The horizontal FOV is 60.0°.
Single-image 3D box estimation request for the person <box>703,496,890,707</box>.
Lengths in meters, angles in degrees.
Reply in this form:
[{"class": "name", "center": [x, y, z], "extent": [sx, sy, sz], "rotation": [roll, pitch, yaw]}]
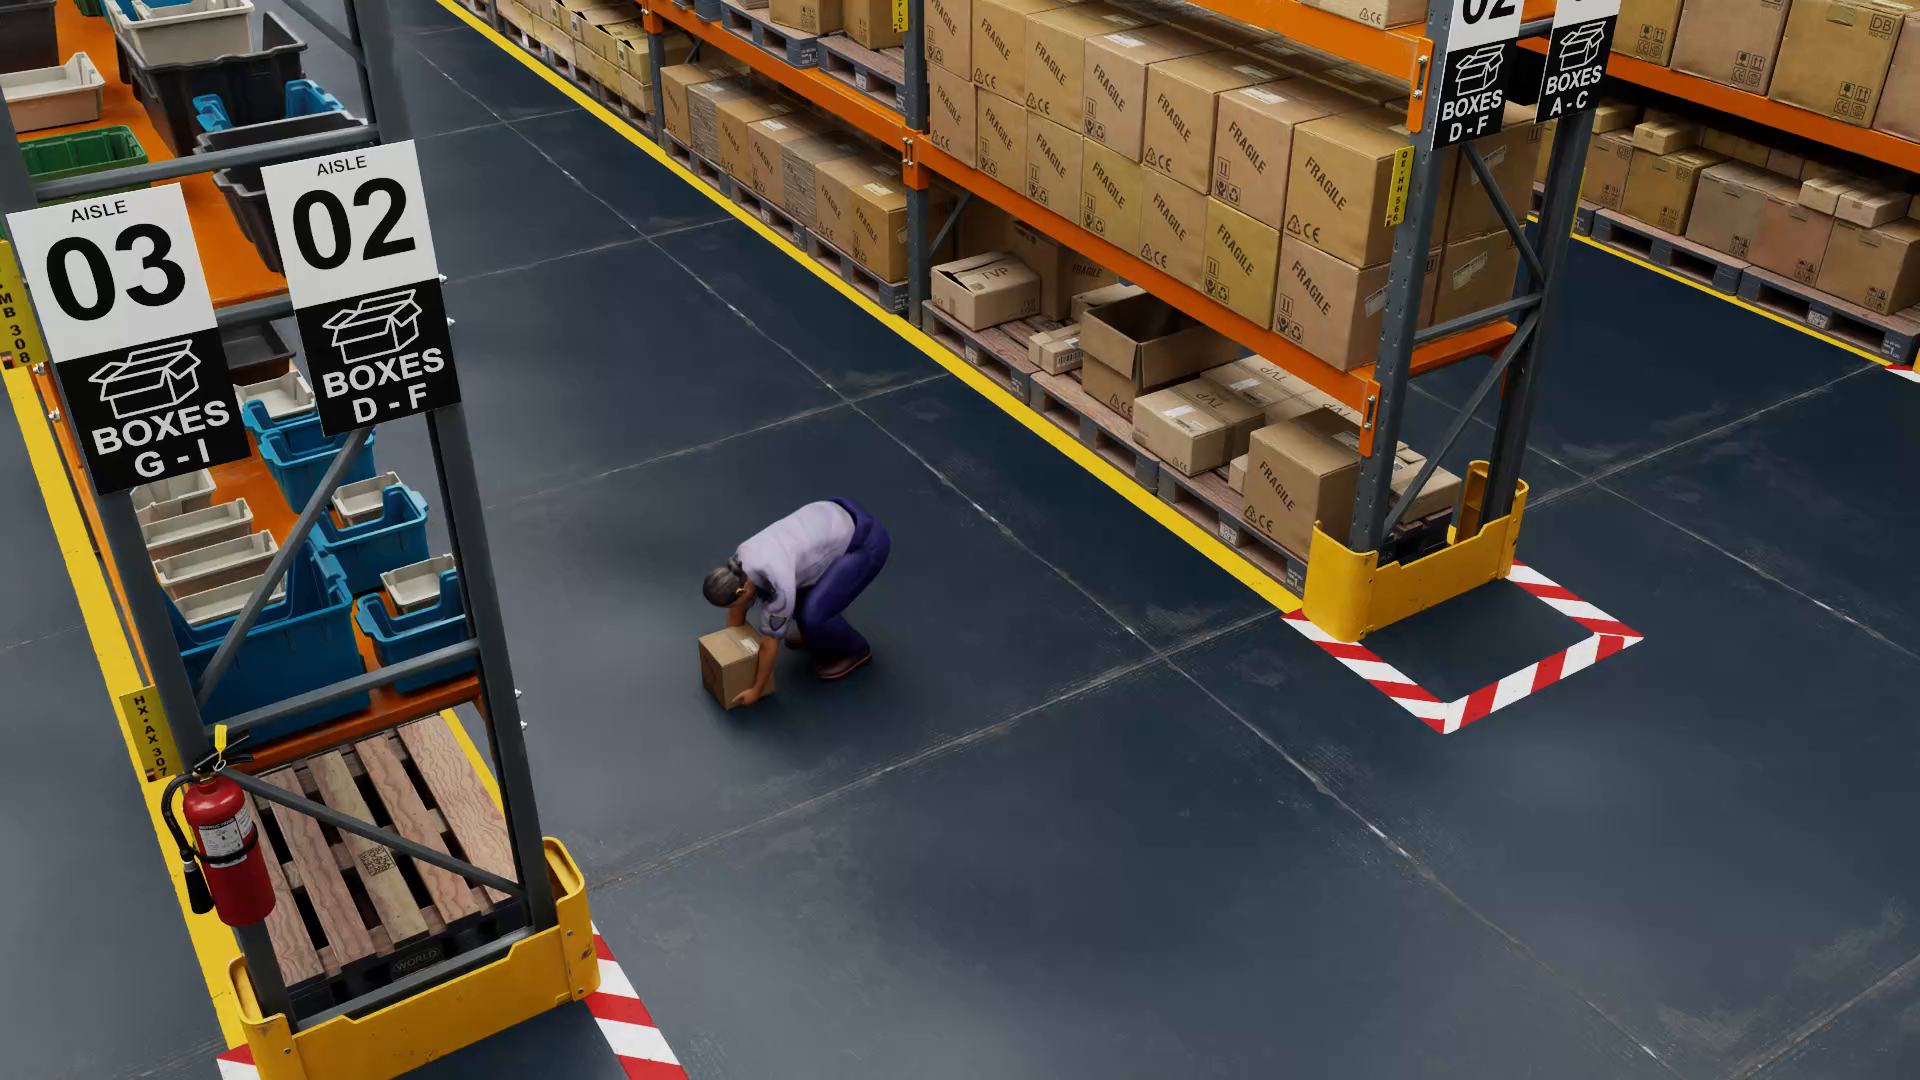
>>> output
[{"class": "person", "center": [-0.747, 0.263, 7.567], "extent": [0.905, 0.783, 0.524], "rotation": [-21, 38, -29]}]
